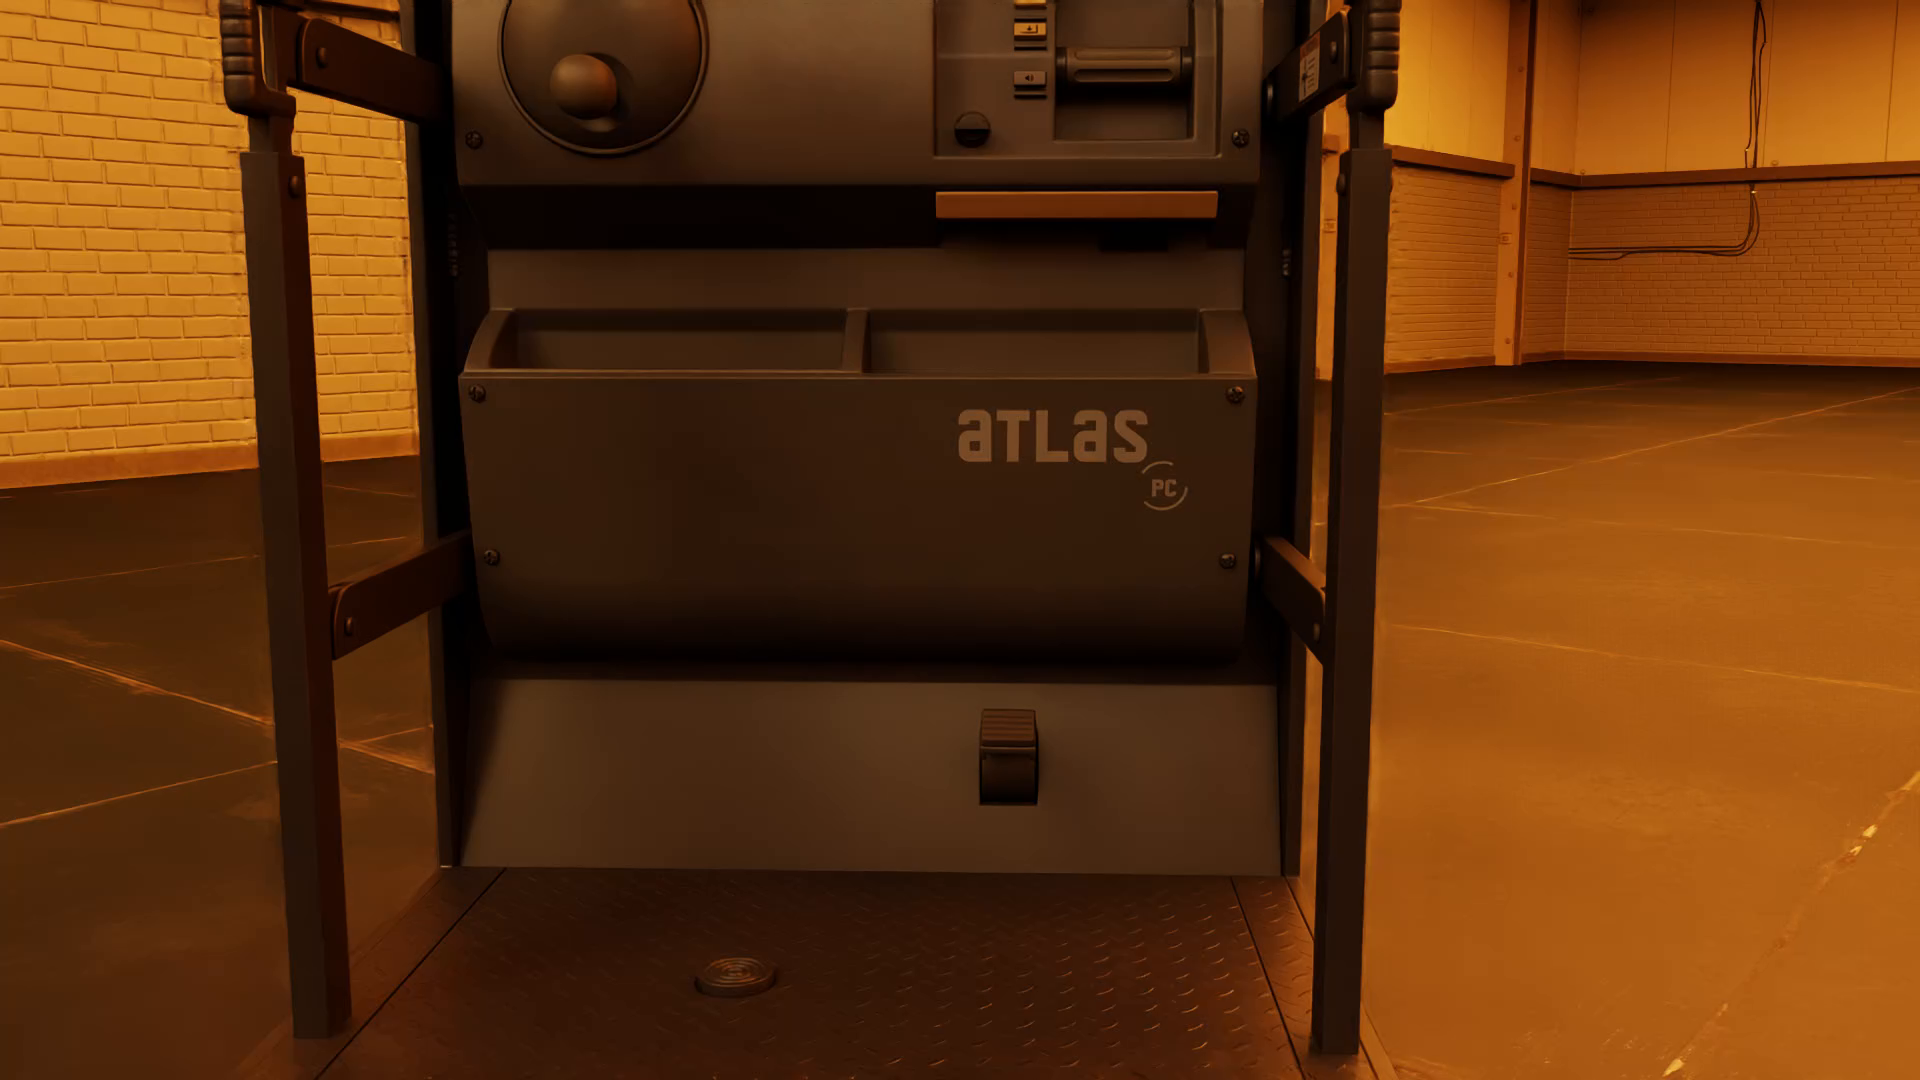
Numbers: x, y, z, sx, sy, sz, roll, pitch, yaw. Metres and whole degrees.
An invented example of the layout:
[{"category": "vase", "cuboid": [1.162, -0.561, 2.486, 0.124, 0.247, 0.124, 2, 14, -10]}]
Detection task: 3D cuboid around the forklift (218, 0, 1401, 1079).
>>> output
[{"category": "forklift", "cuboid": [-0.125, -0.649, 1.722, 1.130, 2.935, 3.031, 0, 8, 2]}]
